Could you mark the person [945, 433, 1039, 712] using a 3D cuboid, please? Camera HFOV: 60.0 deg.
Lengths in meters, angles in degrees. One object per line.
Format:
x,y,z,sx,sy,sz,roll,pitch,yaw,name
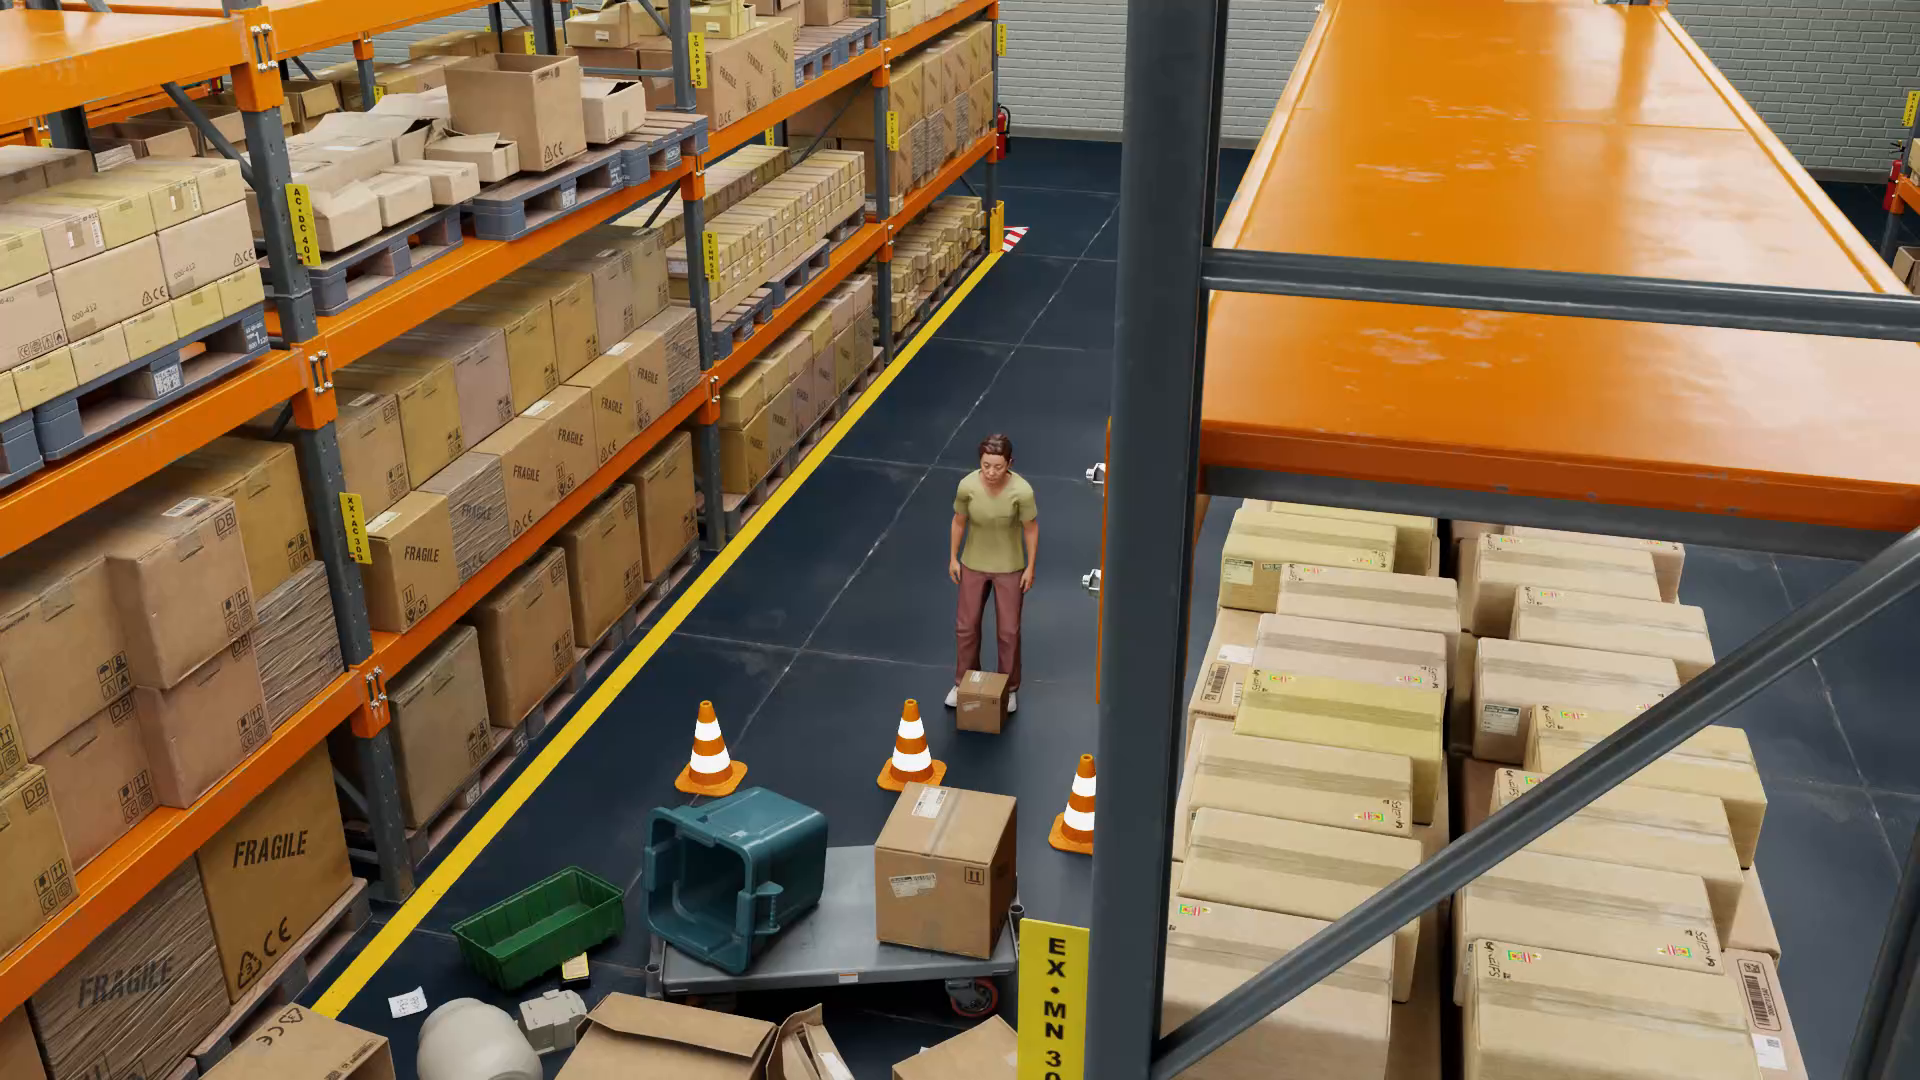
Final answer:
0.182,0.169,9.344,0.499,1.673,0.356,5,26,11,person
